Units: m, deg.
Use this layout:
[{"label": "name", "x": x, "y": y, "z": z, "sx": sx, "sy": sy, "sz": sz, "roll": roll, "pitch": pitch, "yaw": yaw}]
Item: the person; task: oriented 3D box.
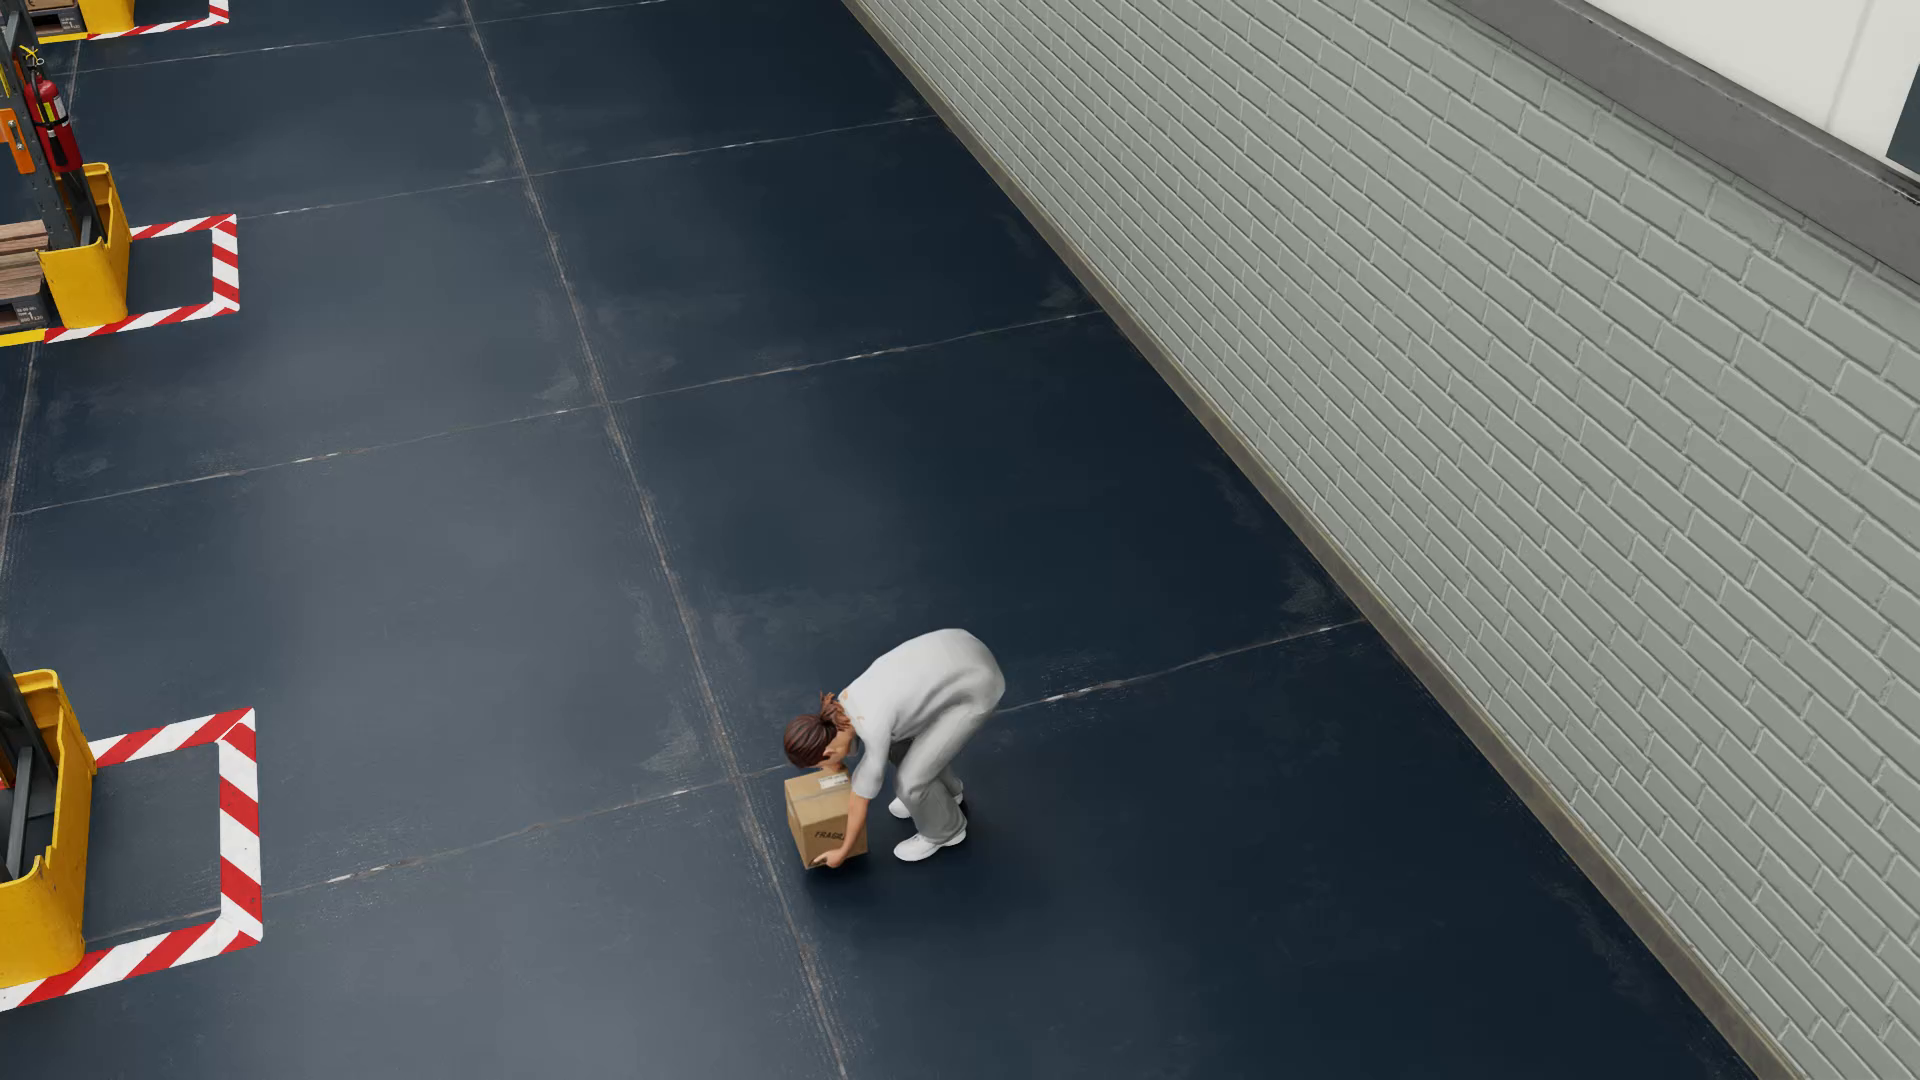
[{"label": "person", "x": -0.253, "y": 0.815, "z": 6.339, "sx": 0.853, "sy": 0.935, "sz": 0.452, "roll": -15, "pitch": 40, "yaw": -18}]
